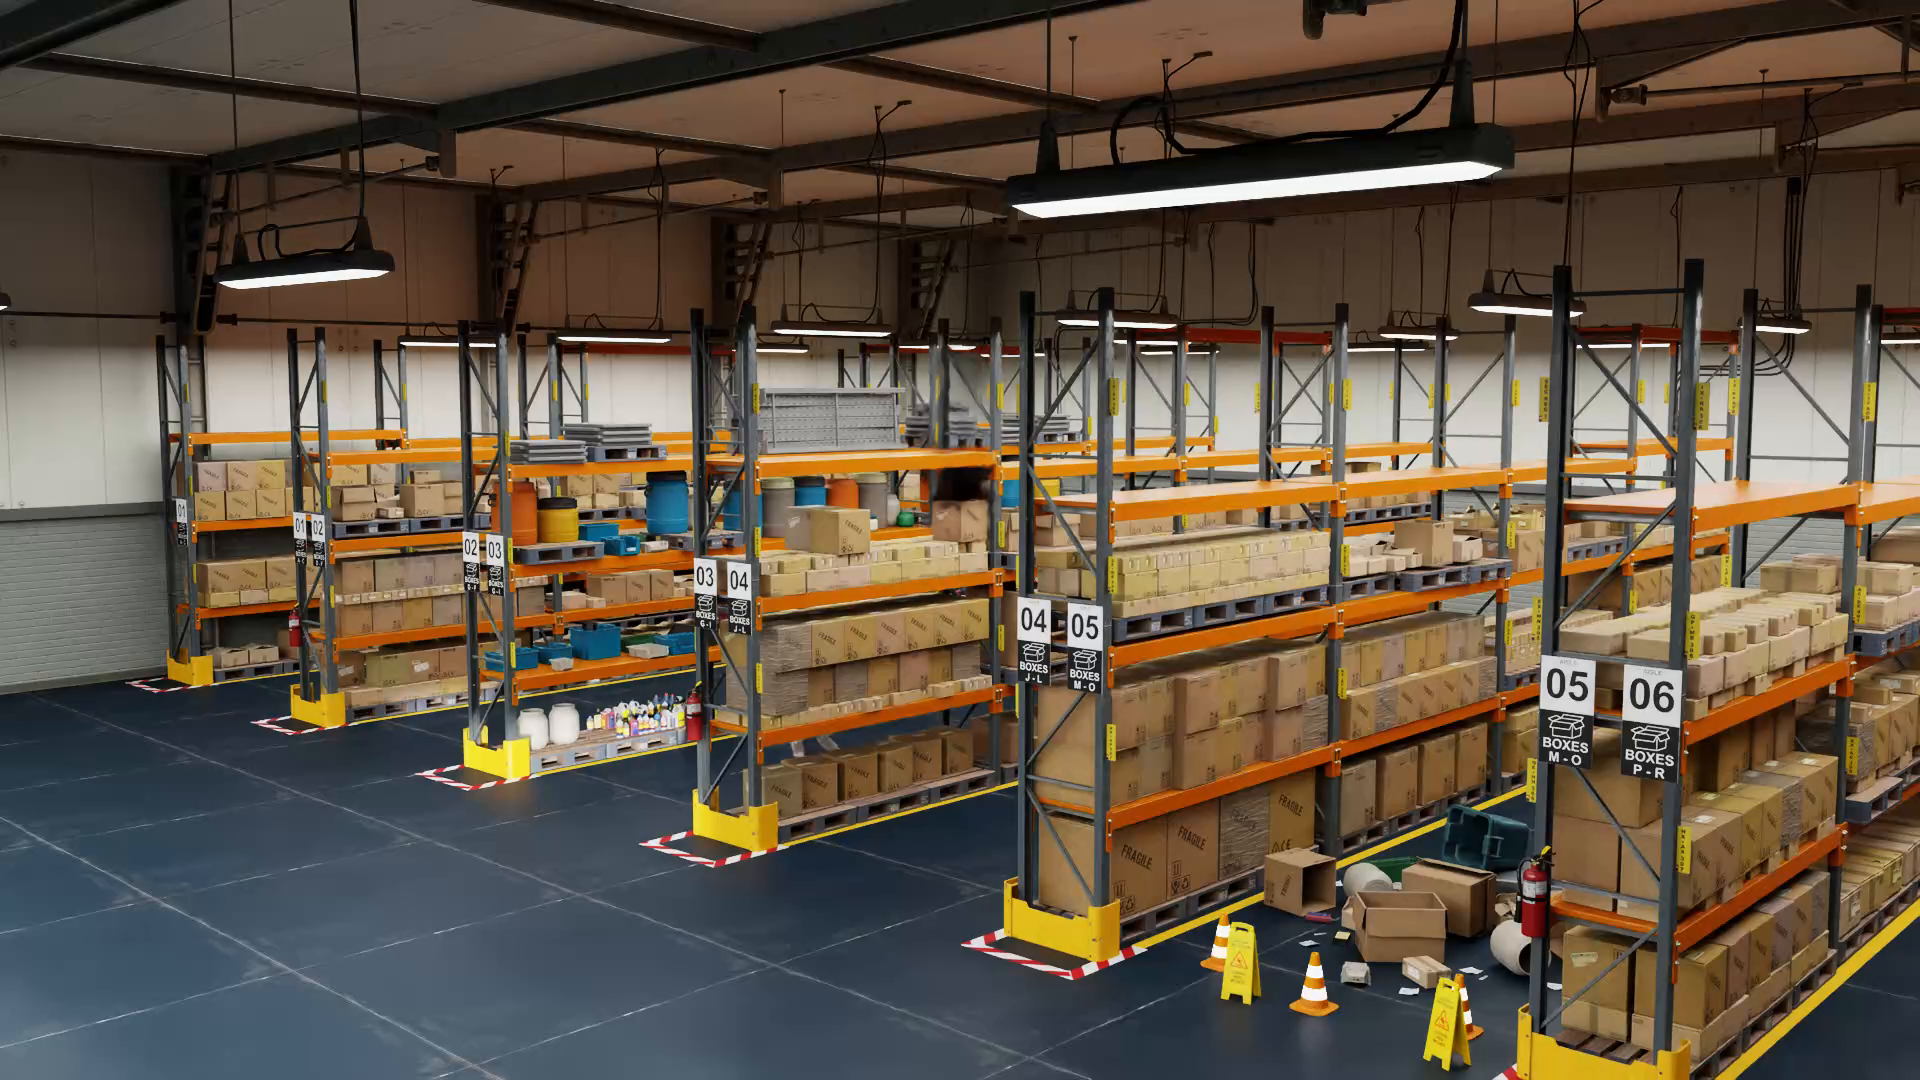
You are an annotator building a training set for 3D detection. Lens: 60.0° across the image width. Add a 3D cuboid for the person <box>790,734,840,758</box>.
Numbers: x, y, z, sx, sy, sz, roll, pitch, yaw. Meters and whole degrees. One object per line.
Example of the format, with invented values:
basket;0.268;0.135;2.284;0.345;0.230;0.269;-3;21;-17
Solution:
person;-1.899;2.320;21.623;0.706;1.731;1.053;4;7;39
